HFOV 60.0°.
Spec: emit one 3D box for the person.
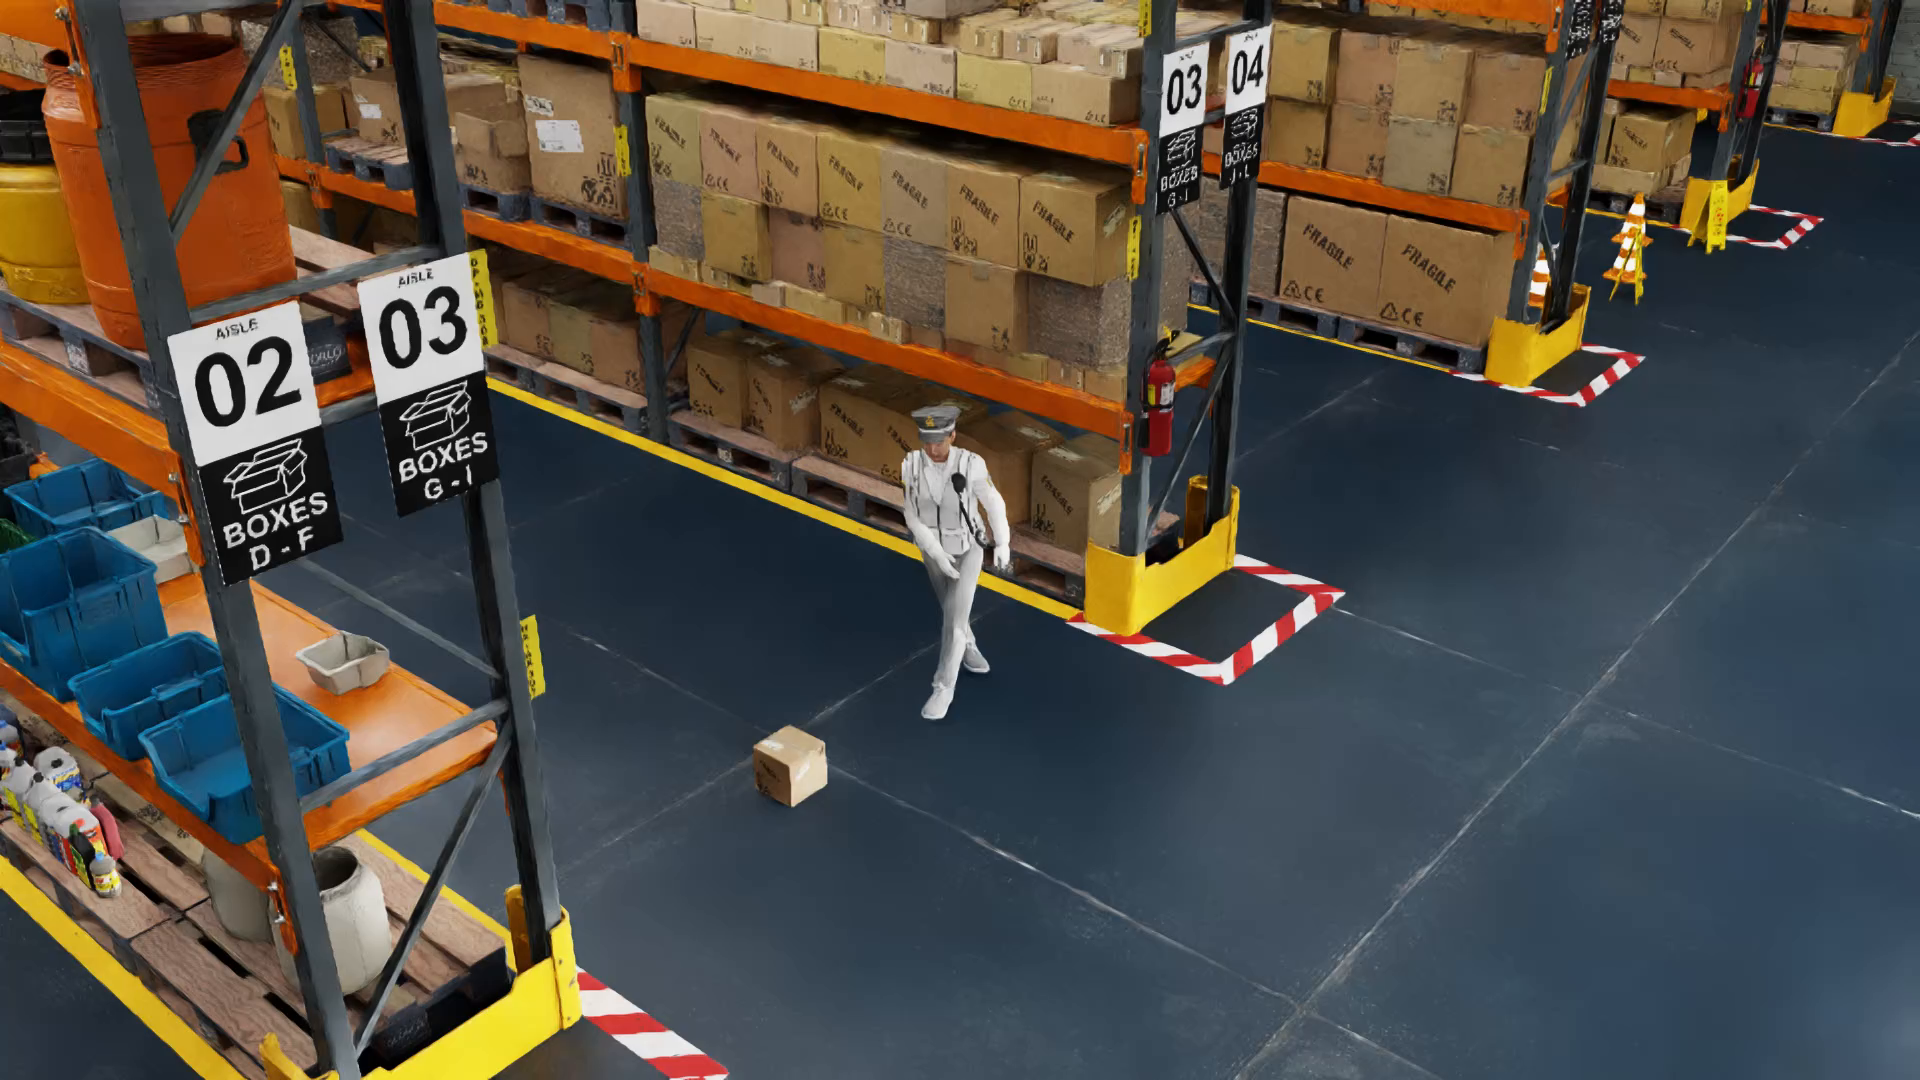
[{"bbox_3d":[-0.031,0.060,8.488,0.523,1.628,0.744,9,29,16],"label":"person"}]
